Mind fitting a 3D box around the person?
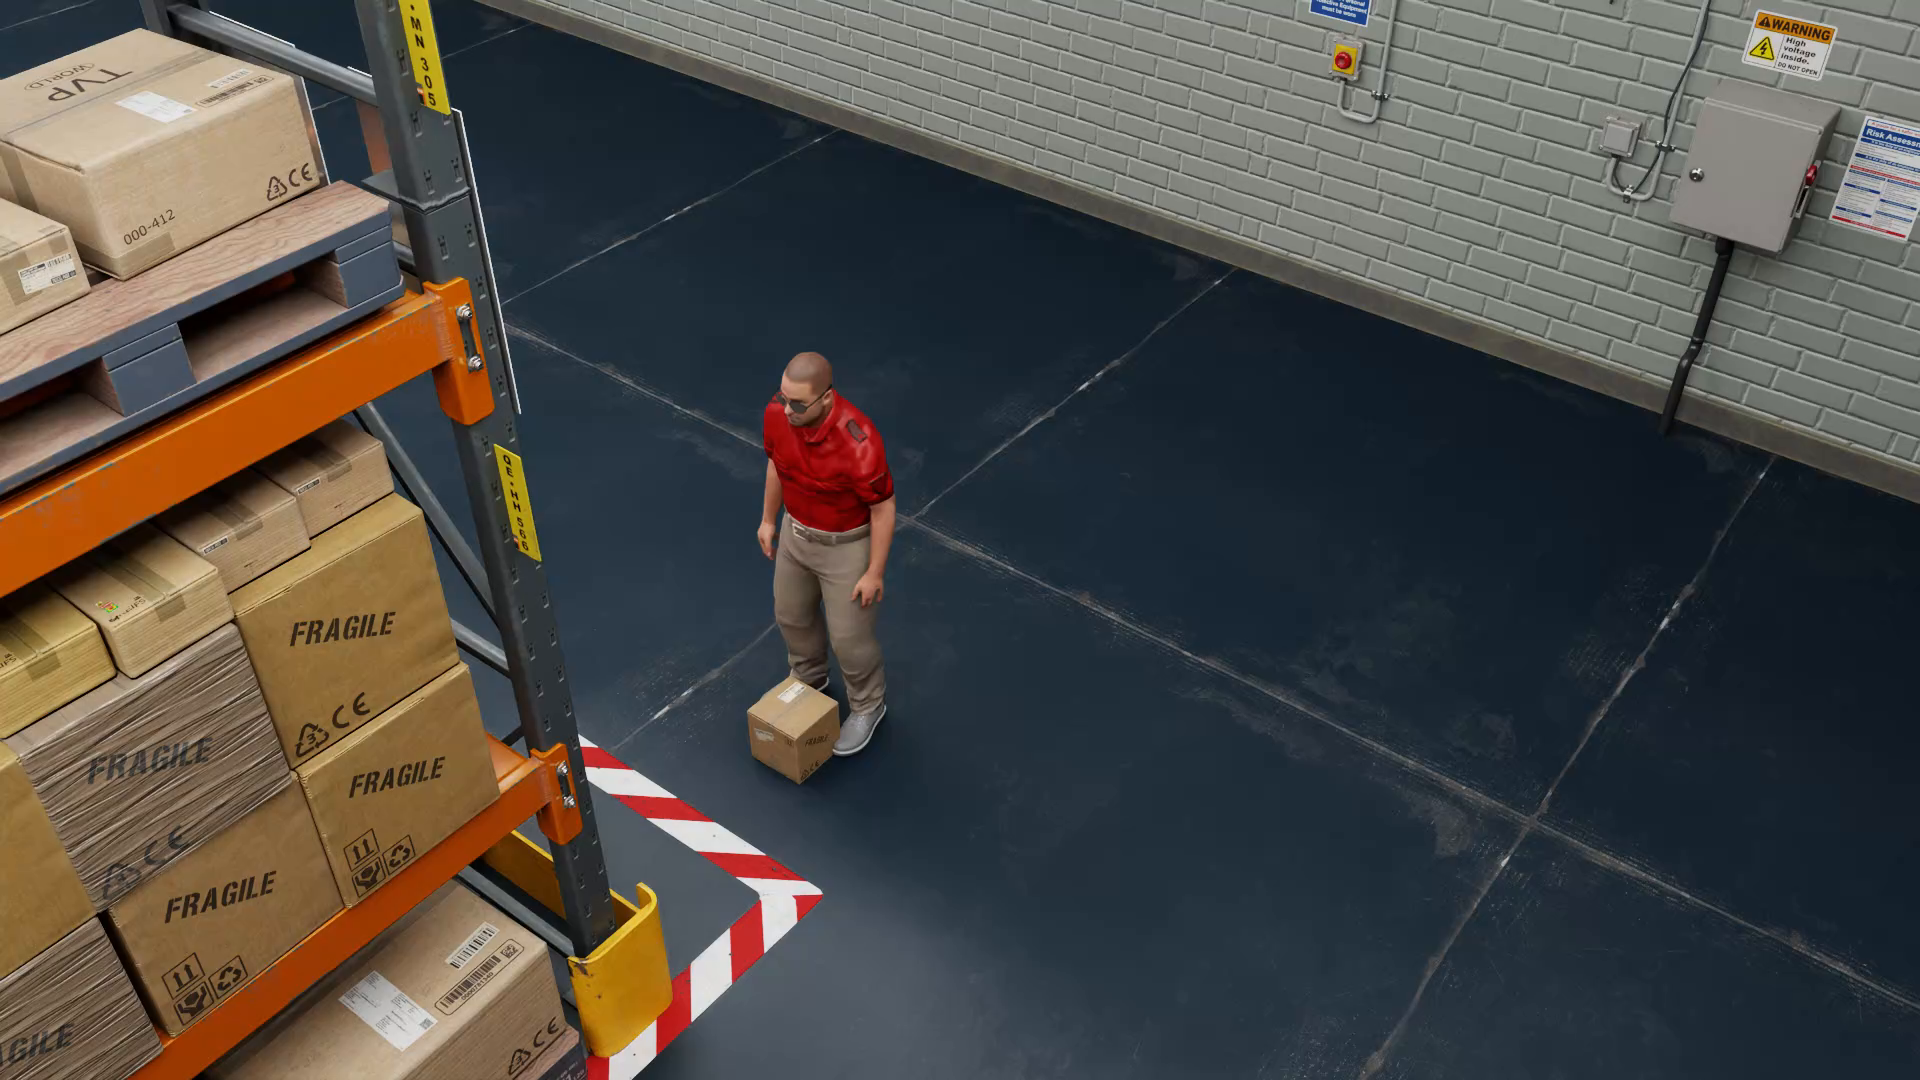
[{"bbox_3d":[-0.490,0.024,6.134,0.585,1.727,0.378,26,45,29],"label":"person"}]
